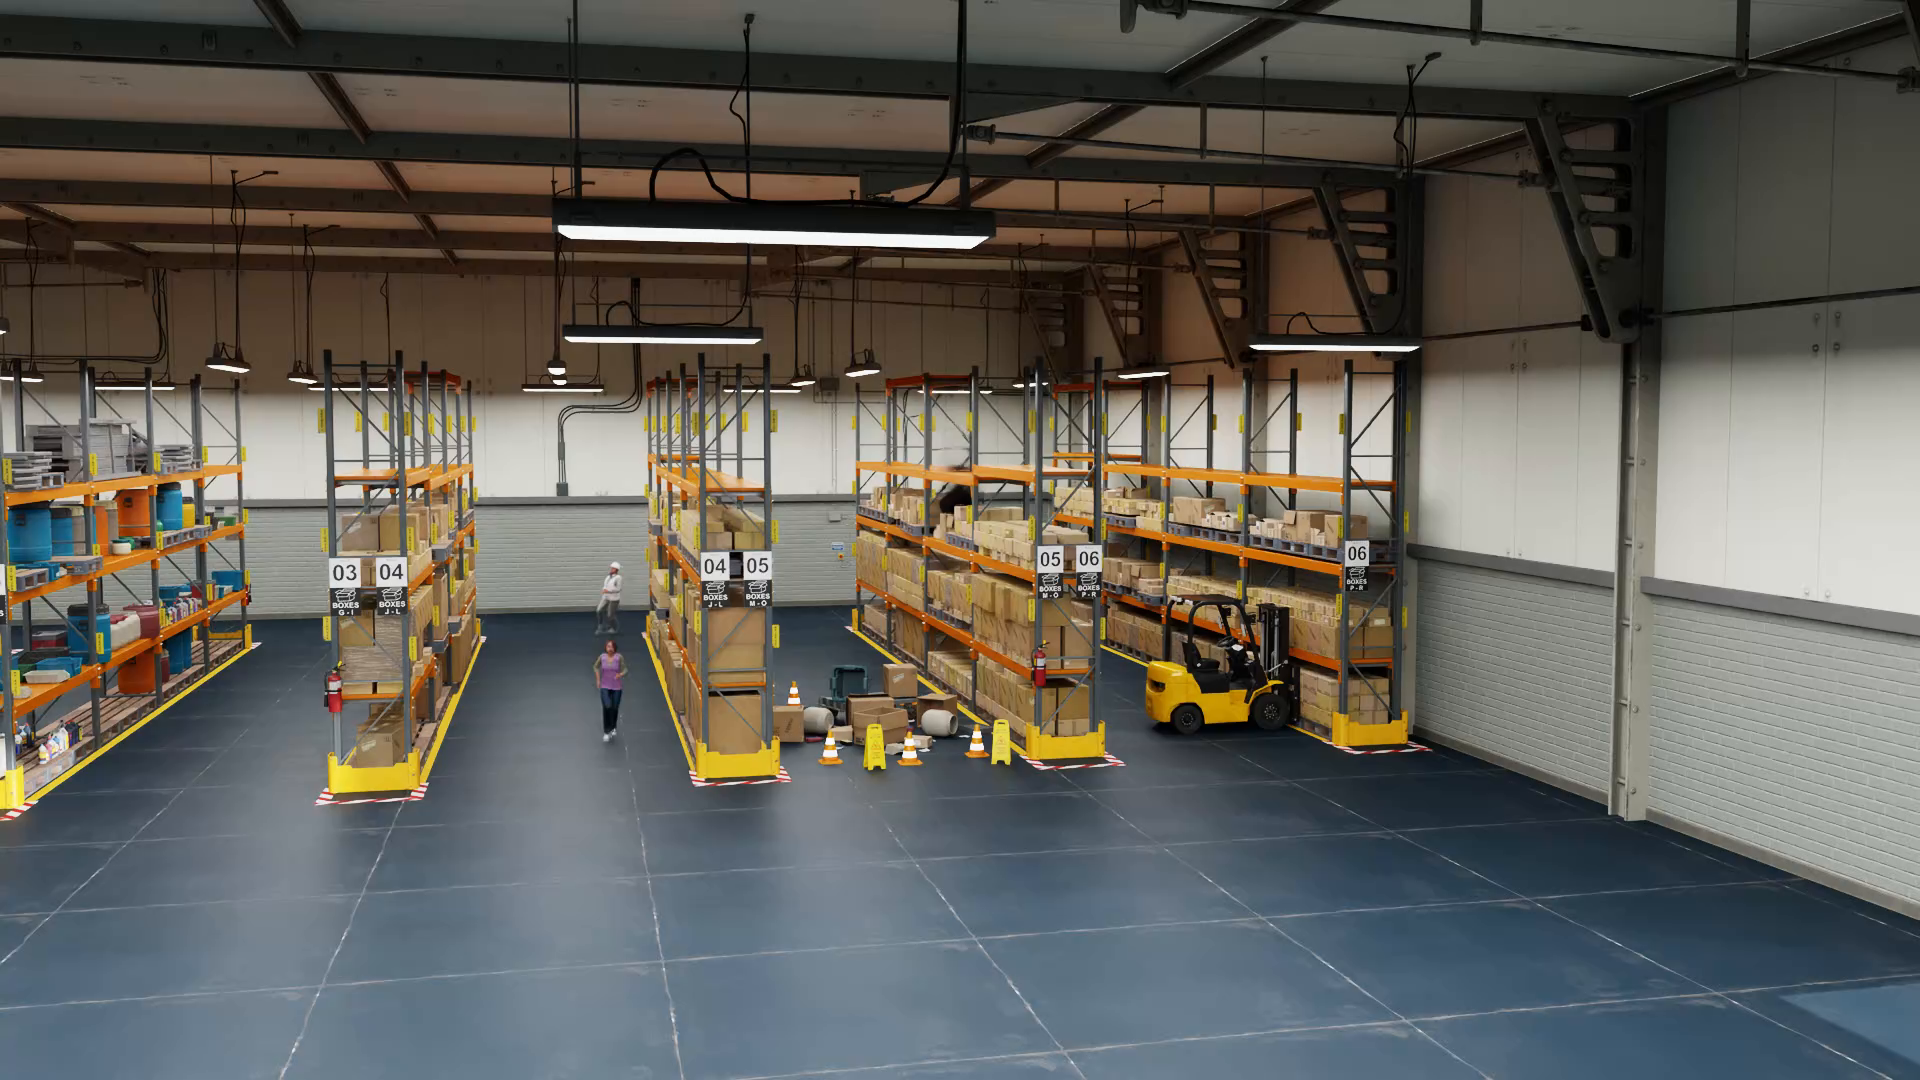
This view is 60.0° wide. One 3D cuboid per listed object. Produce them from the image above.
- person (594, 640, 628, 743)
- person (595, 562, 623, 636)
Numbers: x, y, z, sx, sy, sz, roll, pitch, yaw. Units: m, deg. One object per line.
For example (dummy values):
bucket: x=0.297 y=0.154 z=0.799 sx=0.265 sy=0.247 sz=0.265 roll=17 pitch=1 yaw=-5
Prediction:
person: x=-5.512 y=2.385 z=26.308 sx=0.524 sy=1.637 sz=0.710 roll=-1 pitch=4 yaw=-15
person: x=-8.243 y=1.387 z=39.306 sx=0.641 sy=1.733 sz=0.700 roll=2 pitch=5 yaw=31
